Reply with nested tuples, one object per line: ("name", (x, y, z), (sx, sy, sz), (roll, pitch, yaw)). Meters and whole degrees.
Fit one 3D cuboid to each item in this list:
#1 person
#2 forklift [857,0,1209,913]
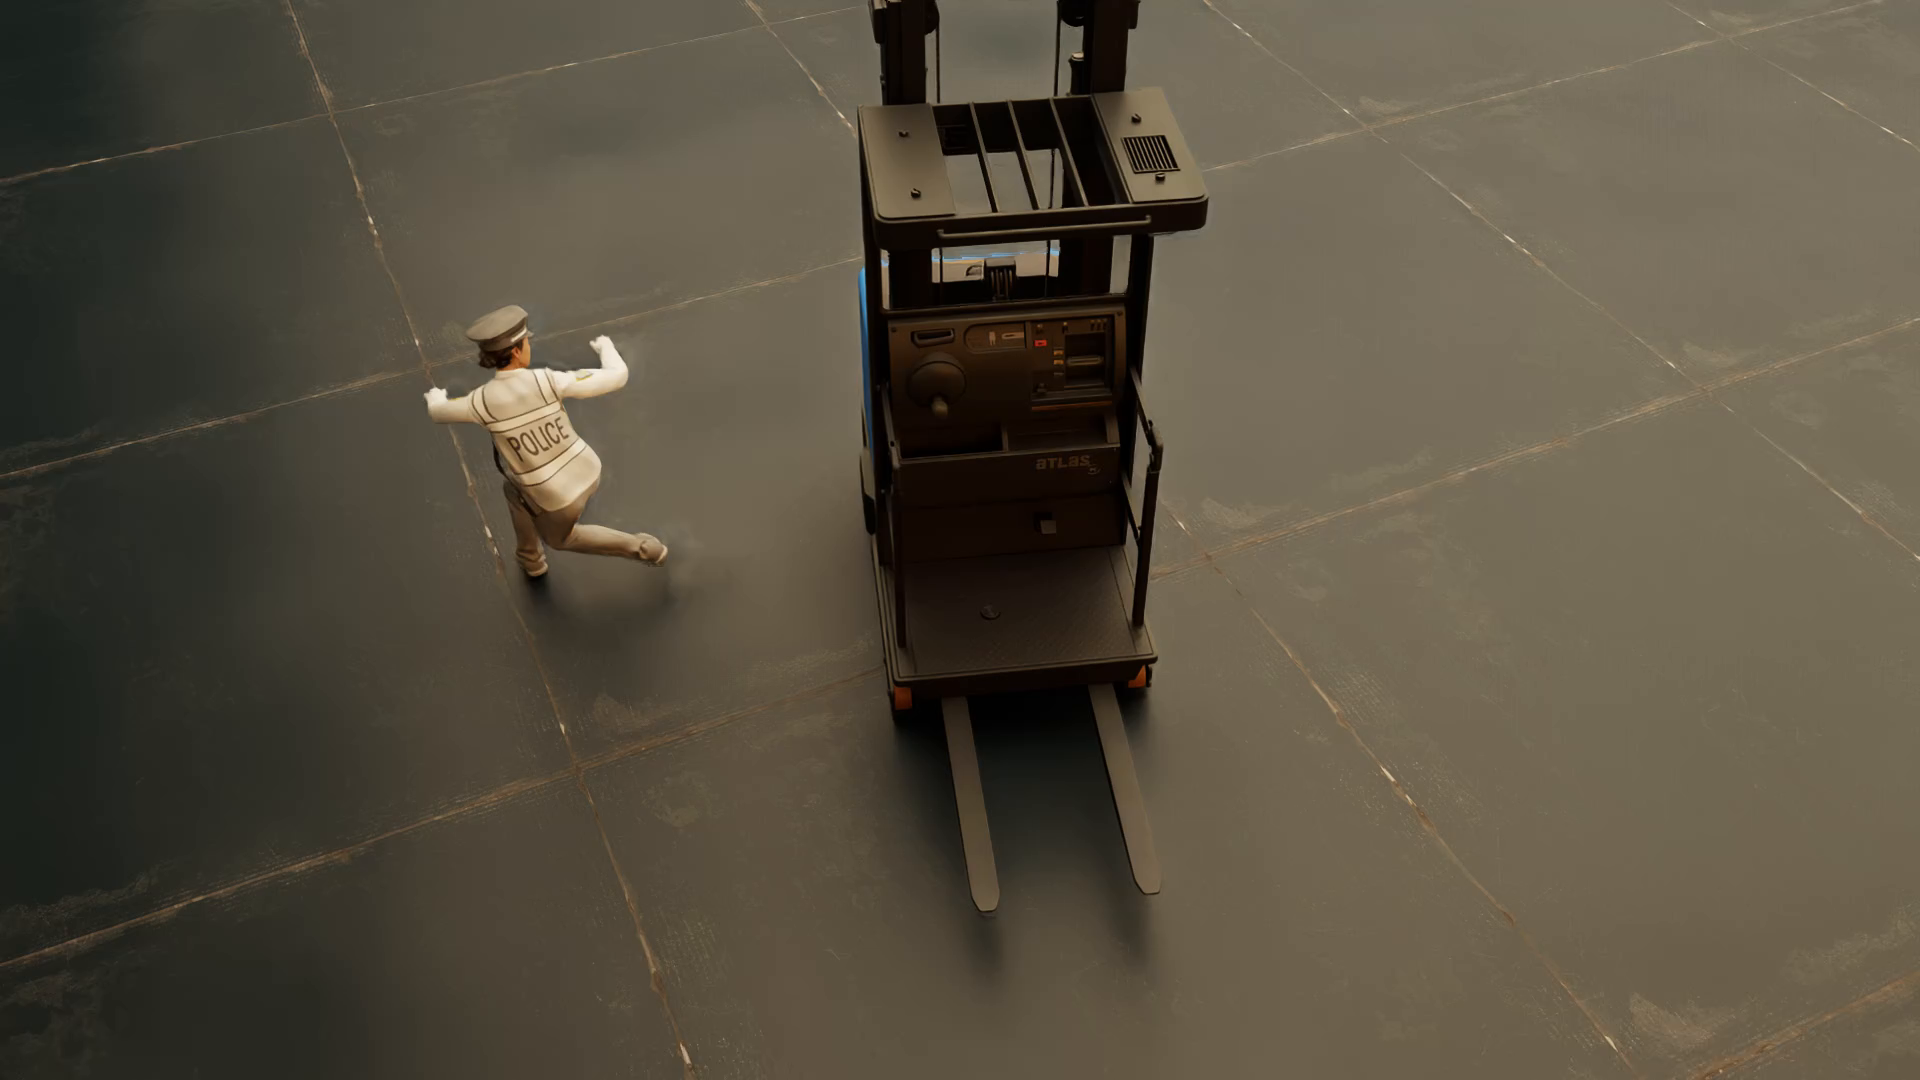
("person", (-1.812, -0.443, 7.289), (1.065, 1.436, 0.791), (26, 49, 25))
("forklift", (0.215, -0.607, 6.331), (1.130, 2.935, 3.031), (-5, 43, -5))
